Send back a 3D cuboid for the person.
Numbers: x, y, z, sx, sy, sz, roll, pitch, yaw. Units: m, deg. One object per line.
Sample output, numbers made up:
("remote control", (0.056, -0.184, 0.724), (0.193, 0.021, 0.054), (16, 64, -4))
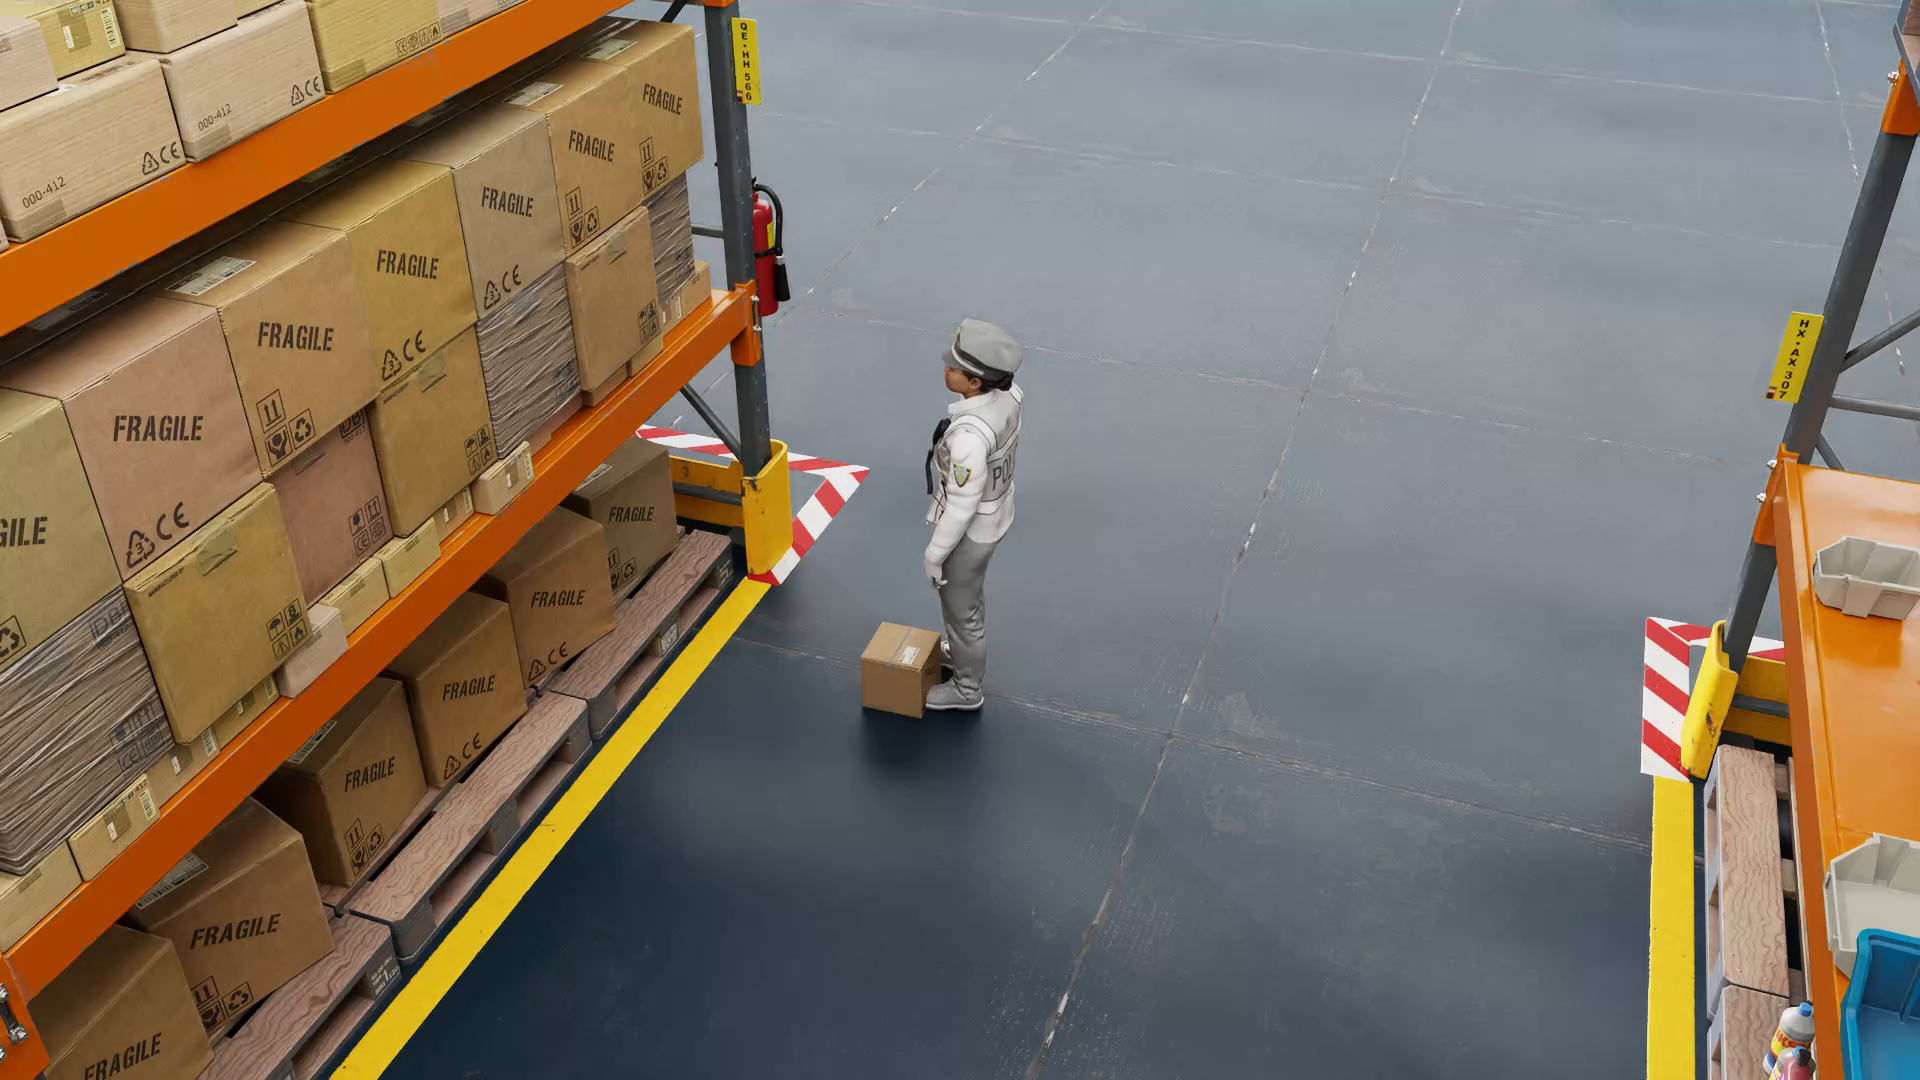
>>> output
("person", (-0.031, -0.068, 6.197), (0.529, 1.694, 0.587), (11, 35, 16))
